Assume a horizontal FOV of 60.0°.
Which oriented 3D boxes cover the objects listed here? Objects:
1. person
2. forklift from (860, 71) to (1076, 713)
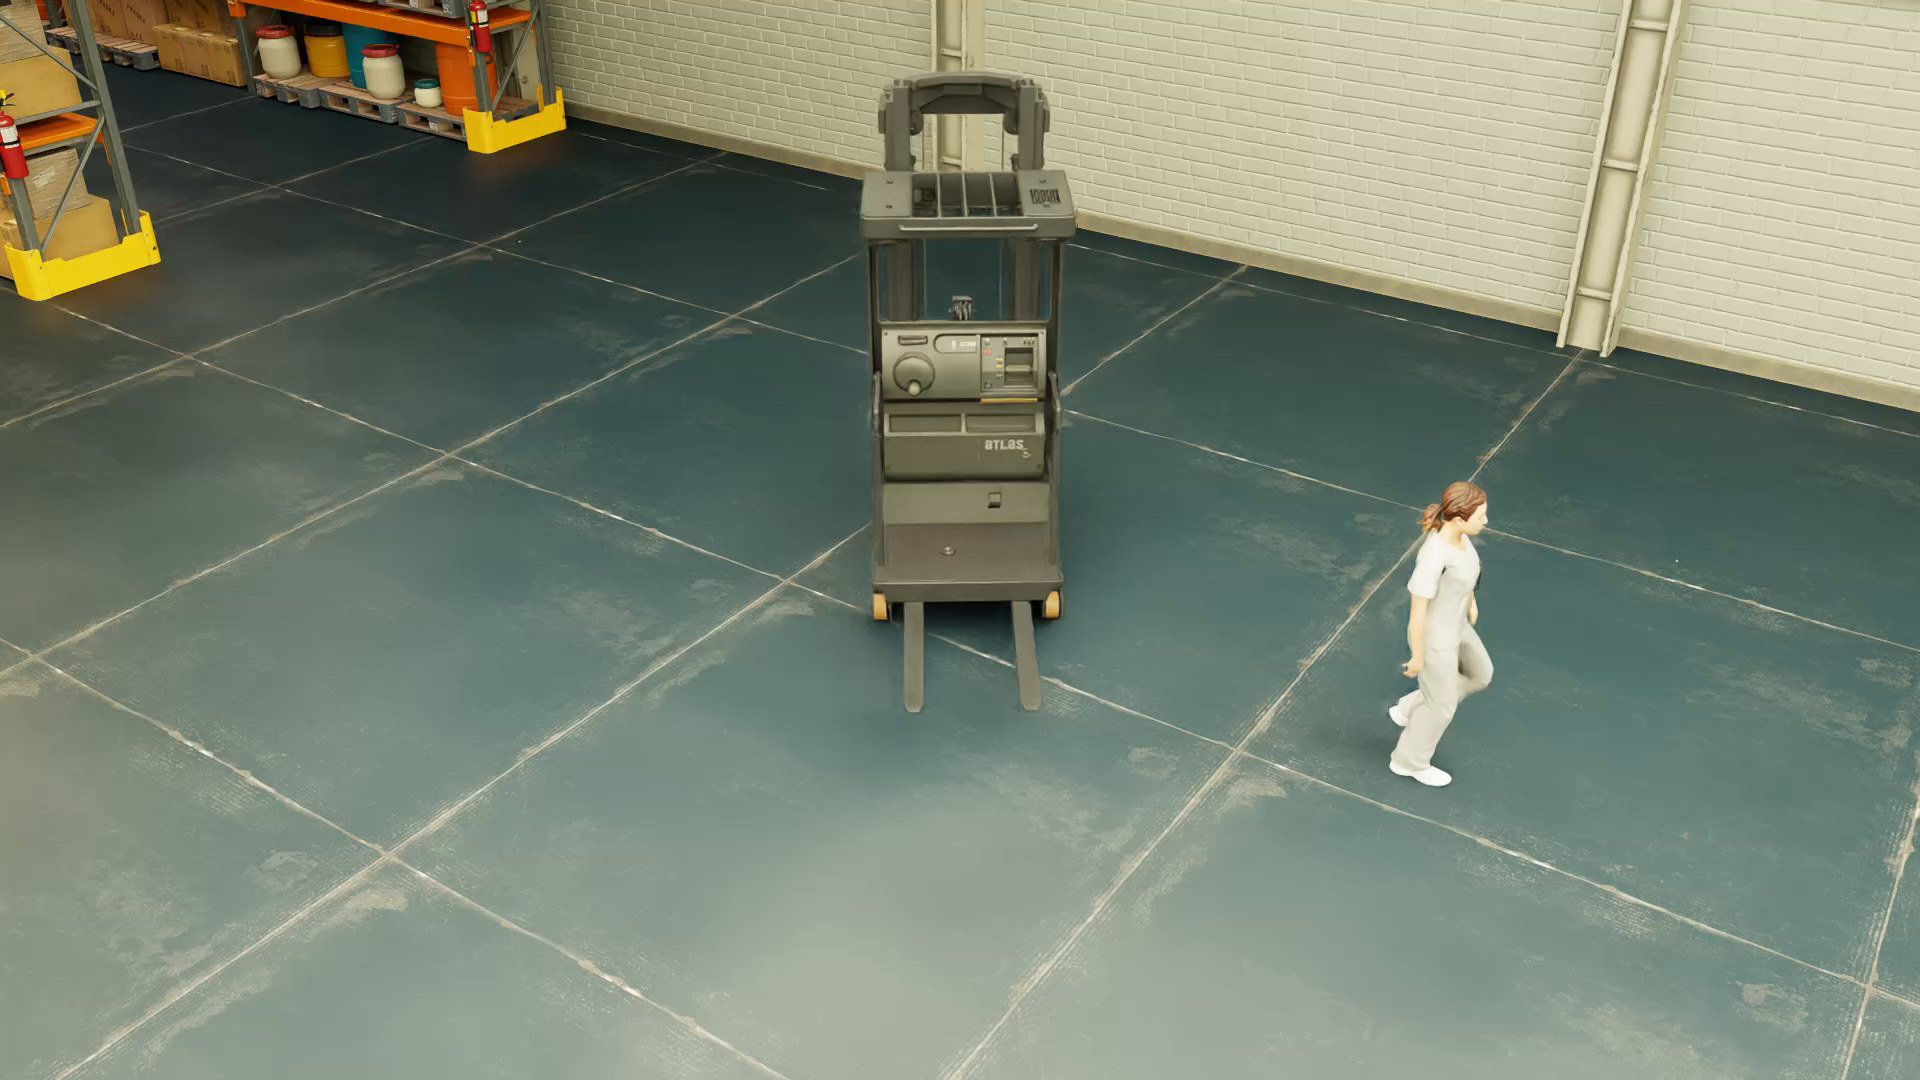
[{"bbox_3d":[2.366,0.456,8.069,0.460,1.655,0.594,13,33,21],"label":"person"},{"bbox_3d":[0.031,-0.957,9.229,1.130,2.935,3.031,-1,30,-1],"label":"forklift"}]
